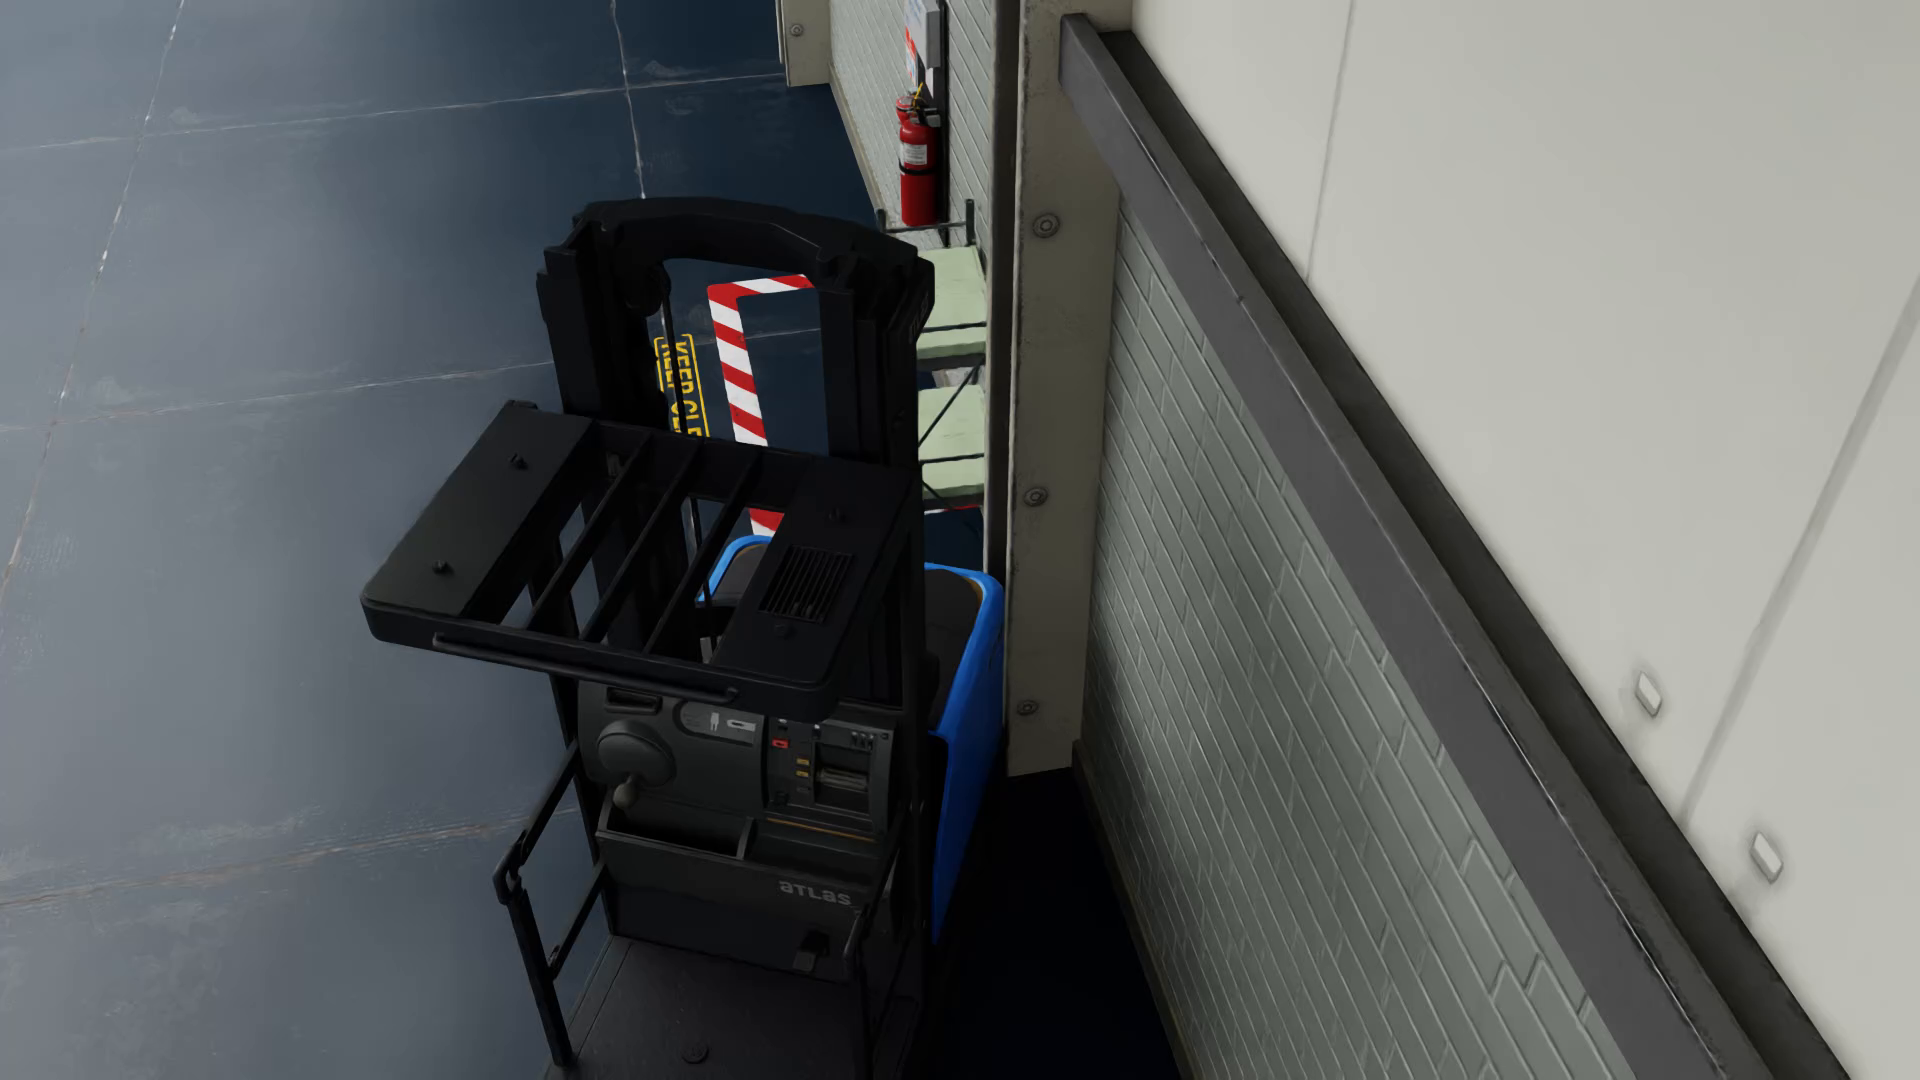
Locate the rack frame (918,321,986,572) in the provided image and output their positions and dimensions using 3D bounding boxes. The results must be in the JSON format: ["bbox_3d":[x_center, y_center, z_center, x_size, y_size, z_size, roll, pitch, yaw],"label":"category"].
[{"bbox_3d":[-0.018,-0.329,6.765,0.400,1.500,0.023,-7,42,-4],"label":"rack frame"}]

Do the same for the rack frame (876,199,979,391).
[{"bbox_3d":[-0.113,-0.813,7.306,0.400,1.500,0.023,-7,42,-4],"label":"rack frame"}]

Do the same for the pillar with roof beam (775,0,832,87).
[{"bbox_3d":[-5.219,-5.862,7.357,9.100,9.000,0.400,-8,42,-9],"label":"pillar with roof beam"}]

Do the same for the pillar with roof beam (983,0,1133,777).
[{"bbox_3d":[-3.924,-1.972,2.975,9.100,9.000,0.400,-8,42,-9],"label":"pillar with roof beam"}]

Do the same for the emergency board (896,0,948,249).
[{"bbox_3d":[-0.216,-1.953,7.472,0.194,1.169,0.643,-8,42,-9],"label":"emergency board"}]

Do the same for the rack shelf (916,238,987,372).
[{"bbox_3d":[-0.081,-0.860,6.774,0.431,0.370,0.720,-7,42,-4],"label":"rack shelf"}]

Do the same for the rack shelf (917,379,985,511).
[{"bbox_3d":[-0.053,-0.329,7.254,0.431,0.370,0.720,-7,42,-4],"label":"rack shelf"}]

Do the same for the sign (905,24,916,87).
[{"bbox_3d":[-0.235,-2.340,7.881,0.001,0.329,0.234,-8,42,-9],"label":"sign"}]

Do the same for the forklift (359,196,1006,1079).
[{"bbox_3d":[-0.689,0.697,4.539,1.130,2.935,3.031,10,42,11],"label":"forklift"}]

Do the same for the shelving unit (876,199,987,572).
[{"bbox_3d":[-0.066,-0.571,7.035,0.431,1.500,0.755,-7,42,-4],"label":"shelving unit"}]
